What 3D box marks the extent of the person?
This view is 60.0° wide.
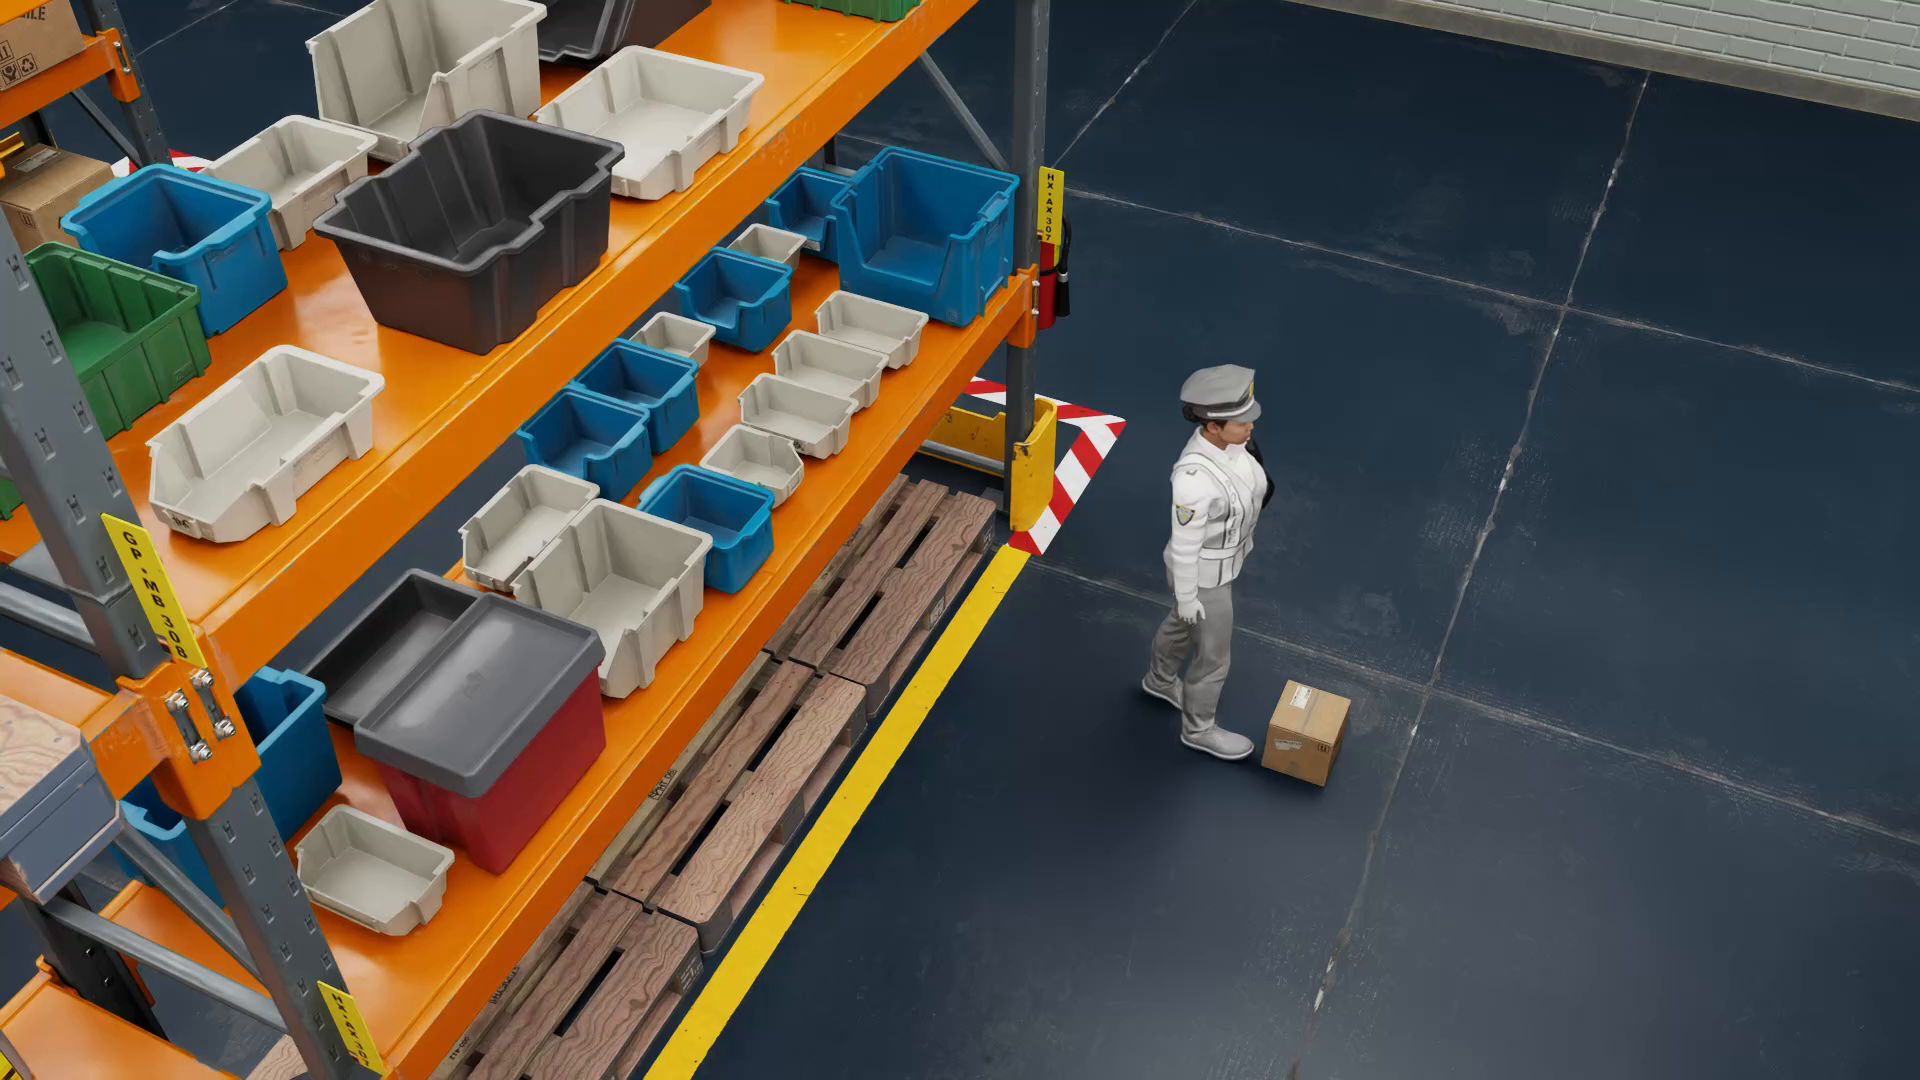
[{"bbox_3d":[0.946,0.093,6.046,0.512,1.685,0.479,18,45,19],"label":"person"}]
